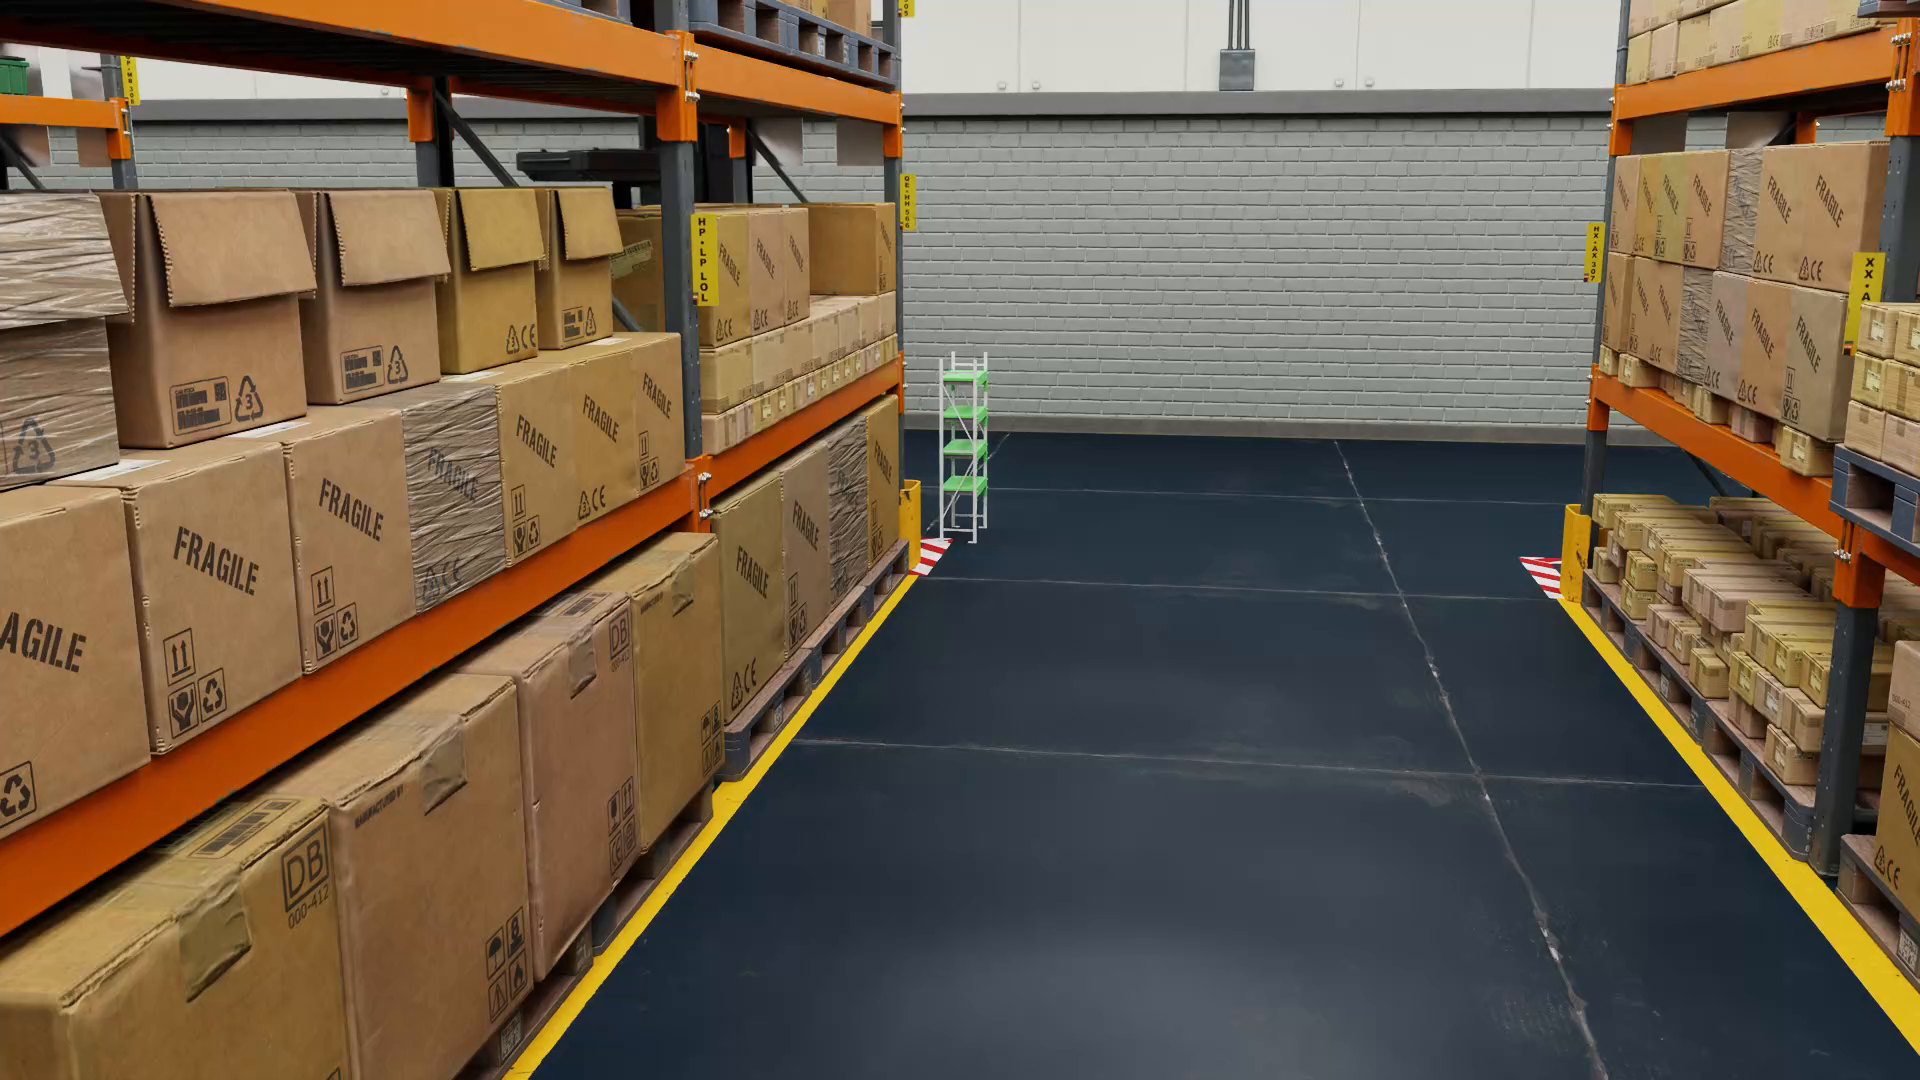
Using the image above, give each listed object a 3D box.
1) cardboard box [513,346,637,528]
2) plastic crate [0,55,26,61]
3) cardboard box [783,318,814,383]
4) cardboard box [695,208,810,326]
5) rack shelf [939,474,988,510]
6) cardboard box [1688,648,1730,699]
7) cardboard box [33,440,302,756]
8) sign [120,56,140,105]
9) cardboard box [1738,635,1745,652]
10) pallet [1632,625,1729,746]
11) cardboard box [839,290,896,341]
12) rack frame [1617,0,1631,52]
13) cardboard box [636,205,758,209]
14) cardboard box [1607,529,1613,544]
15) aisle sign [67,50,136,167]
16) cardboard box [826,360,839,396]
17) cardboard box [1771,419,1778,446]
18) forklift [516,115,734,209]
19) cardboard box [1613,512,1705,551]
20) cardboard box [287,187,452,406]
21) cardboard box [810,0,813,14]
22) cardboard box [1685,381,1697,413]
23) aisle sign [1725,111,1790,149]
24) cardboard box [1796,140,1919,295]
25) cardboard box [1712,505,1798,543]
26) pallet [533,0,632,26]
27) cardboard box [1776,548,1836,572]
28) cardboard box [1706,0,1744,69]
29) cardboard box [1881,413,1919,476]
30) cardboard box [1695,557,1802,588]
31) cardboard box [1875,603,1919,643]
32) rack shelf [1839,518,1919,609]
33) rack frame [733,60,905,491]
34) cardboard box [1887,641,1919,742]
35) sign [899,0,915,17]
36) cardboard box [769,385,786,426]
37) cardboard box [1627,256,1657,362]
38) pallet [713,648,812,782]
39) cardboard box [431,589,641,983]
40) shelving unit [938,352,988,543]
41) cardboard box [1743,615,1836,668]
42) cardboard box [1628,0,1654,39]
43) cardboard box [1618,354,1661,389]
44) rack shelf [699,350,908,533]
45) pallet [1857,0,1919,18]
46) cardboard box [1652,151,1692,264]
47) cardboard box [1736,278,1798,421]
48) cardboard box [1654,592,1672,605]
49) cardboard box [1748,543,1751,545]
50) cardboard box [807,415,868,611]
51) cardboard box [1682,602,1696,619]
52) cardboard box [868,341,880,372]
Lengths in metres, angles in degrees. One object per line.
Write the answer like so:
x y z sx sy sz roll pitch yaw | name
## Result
-1.344 -0.334 5.187 0.500 0.500 0.500 2 12 10 | cardboard box
-6.073 -2.819 10.144 0.497 0.269 0.590 2 12 9 | plastic crate
-0.973 -0.867 7.547 0.500 0.250 0.500 2 12 10 | cardboard box
-0.974 -1.235 7.475 0.500 0.500 0.500 1 12 7 | cardboard box
0.025 -0.324 11.091 0.258 0.148 0.480 2 12 9 | rack shelf
3.309 0.568 7.010 0.380 0.149 0.250 2 12 9 | cardboard box
-1.654 0.090 3.221 0.500 0.500 0.500 2 12 7 | cardboard box
-5.192 -2.888 10.404 0.100 0.325 0.005 2 12 9 | sign
3.349 0.492 6.653 0.380 0.149 0.250 2 12 9 | cardboard box
3.680 0.655 7.454 1.003 0.211 1.213 2 12 9 | pallet
-0.656 -1.290 9.508 0.500 0.250 0.500 2 12 8 | cardboard box
4.041 -4.078 8.556 1.000 3.000 0.127 2 12 9 | rack frame
-1.335 -1.462 8.529 0.500 0.500 0.500 2 12 7 | cardboard box
3.707 -0.002 8.945 0.380 0.149 0.250 2 12 11 | cardboard box
-5.438 -2.764 10.528 0.394 0.787 0.004 2 12 9 | aisle sign
-0.809 -0.801 8.188 0.380 0.149 0.250 2 12 10 | cardboard box
3.378 -0.419 6.415 0.380 0.149 0.250 2 12 7 | cardboard box
-2.143 -1.415 10.600 3.031 2.935 1.130 -9 15 -35 | forklift
3.536 -0.040 8.418 0.380 0.149 0.250 2 12 8 | cardboard box
-1.747 -0.628 4.169 0.797 0.503 0.637 2 12 10 | cardboard box
-1.108 -2.764 8.108 0.700 0.500 0.500 1 12 5 | cardboard box
3.478 -0.639 7.436 0.380 0.149 0.250 2 12 11 | cardboard box
4.349 -2.422 8.940 0.394 0.787 0.004 2 12 9 | aisle sign
3.231 -1.102 5.672 0.500 0.500 0.500 1 12 7 | cardboard box
4.115 -0.079 8.598 0.380 0.149 0.250 2 12 10 | cardboard box
-1.552 -1.675 4.979 0.805 0.209 1.217 1 12 6 | pallet
3.962 0.140 7.582 0.380 0.149 0.250 1 12 7 | cardboard box
3.478 -2.129 6.988 0.500 0.250 0.500 2 12 8 | cardboard box
2.874 -0.270 4.727 0.380 0.149 0.250 2 12 10 | cardboard box
3.498 0.180 7.395 0.380 0.149 0.250 2 12 9 | cardboard box
3.792 0.355 6.584 0.380 0.149 0.250 2 12 7 | cardboard box
3.118 0.455 3.468 1.077 0.370 4.000 2 12 9 | rack shelf
-0.844 -1.327 10.031 1.000 3.000 0.127 2 12 9 | rack frame
3.051 0.483 4.790 0.500 0.250 0.500 1 12 6 | cardboard box
-0.310 -3.167 9.535 0.100 0.325 0.005 2 12 9 | sign
-0.966 -0.587 7.192 0.380 0.149 0.250 2 12 7 | cardboard box
3.642 -1.143 8.233 0.500 0.500 0.500 2 12 9 | cardboard box
-1.265 0.713 7.184 1.003 0.211 1.213 2 12 9 | pallet
-1.675 0.659 4.863 1.225 0.875 0.875 1 12 7 | cardboard box
0.025 -0.621 11.027 0.258 1.200 0.503 2 12 9 | shelving unit
3.255 0.396 6.395 0.380 0.149 0.250 2 12 8 | cardboard box
3.715 -2.698 8.441 0.500 0.250 0.500 2 12 10 | cardboard box
3.575 -0.857 8.447 0.380 0.149 0.250 2 12 7 | cardboard box
-1.152 -0.559 8.175 1.077 0.370 4.000 2 12 9 | rack shelf
3.226 -1.562 4.448 1.213 0.211 1.003 2 12 9 | pallet
3.537 -1.531 7.660 0.500 0.500 0.500 2 12 7 | cardboard box
3.302 -0.725 6.294 0.500 0.500 0.500 2 12 7 | cardboard box
3.561 0.357 7.989 0.380 0.149 0.250 2 12 9 | cardboard box
4.149 0.069 8.616 0.380 0.149 0.250 2 12 7 | cardboard box
-1.003 -0.168 8.702 0.875 0.875 0.875 2 12 9 | cardboard box
3.564 0.273 7.669 0.380 0.149 0.250 3 12 12 | cardboard box
-0.652 -1.013 9.169 0.380 0.149 0.250 2 12 9 | cardboard box
